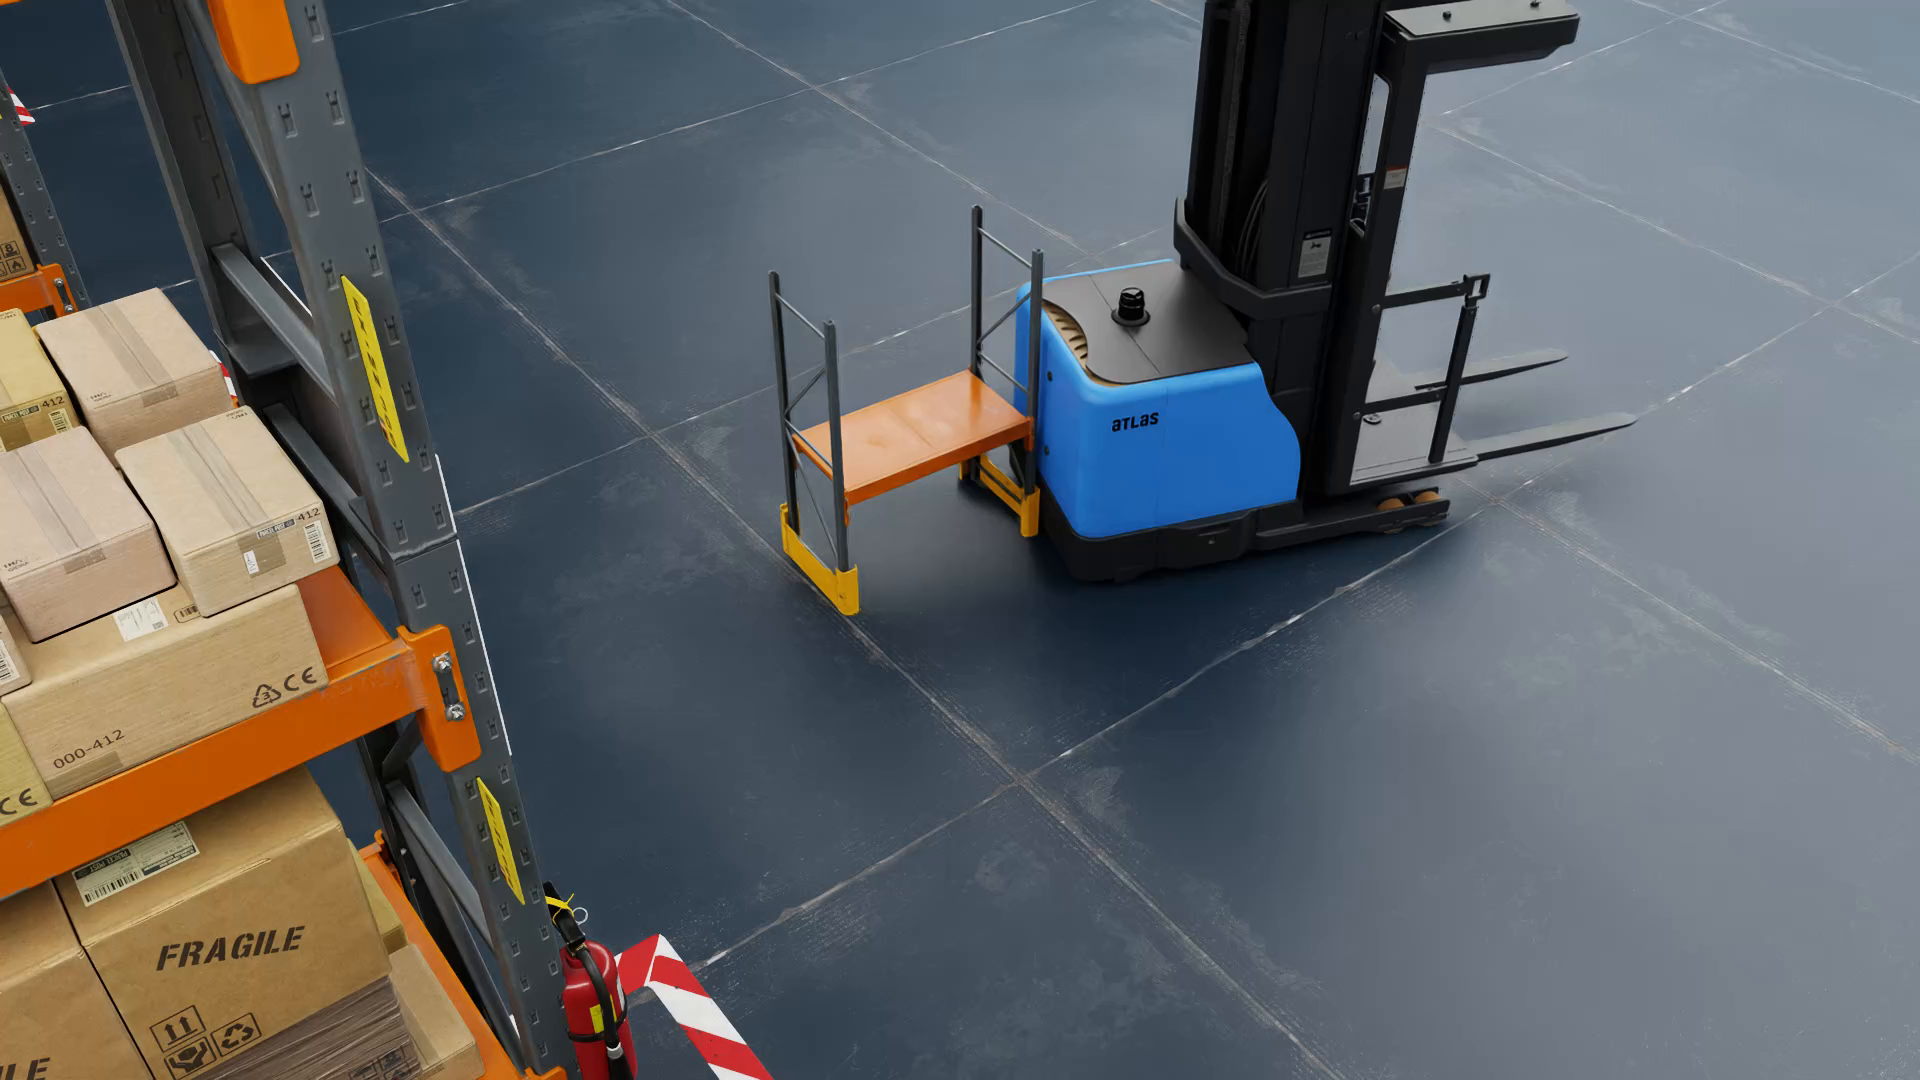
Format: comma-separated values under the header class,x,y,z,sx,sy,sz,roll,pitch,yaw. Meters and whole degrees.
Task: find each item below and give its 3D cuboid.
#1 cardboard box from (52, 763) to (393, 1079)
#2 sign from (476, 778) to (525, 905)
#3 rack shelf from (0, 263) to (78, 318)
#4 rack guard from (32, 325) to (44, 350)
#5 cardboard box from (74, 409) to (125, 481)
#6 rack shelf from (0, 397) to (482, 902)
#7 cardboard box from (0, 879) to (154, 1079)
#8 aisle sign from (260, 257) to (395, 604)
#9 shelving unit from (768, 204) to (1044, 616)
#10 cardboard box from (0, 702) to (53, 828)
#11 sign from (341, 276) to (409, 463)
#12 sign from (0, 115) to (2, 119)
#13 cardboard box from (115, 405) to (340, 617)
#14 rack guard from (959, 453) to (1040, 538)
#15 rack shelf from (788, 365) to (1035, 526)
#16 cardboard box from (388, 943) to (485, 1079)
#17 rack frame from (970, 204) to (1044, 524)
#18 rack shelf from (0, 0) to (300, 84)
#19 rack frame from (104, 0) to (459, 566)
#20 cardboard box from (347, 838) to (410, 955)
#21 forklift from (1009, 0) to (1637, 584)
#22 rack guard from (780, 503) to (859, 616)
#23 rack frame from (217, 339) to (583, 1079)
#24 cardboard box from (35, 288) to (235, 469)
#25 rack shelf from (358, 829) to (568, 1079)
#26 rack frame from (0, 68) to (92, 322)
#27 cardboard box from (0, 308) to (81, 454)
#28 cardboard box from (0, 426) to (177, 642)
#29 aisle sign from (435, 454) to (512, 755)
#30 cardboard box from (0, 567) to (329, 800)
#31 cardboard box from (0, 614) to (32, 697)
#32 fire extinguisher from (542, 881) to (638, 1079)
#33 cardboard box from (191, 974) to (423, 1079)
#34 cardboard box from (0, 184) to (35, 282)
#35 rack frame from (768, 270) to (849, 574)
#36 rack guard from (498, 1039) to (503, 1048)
class,x,y,z,sx,sy,sz,roll,pitch,yaw
cardboard box,-1.592,0.728,3.529,0.500,0.500,0.500,-26,46,-28
sign,-0.984,0.649,3.566,0.005,0.325,0.100,-26,46,-28
rack shelf,-5.834,-0.551,6.757,4.000,0.370,1.077,-26,46,-28
rack guard,-4.229,-0.645,8.275,0.348,0.500,1.175,-26,46,-28
cardboard box,-1.846,-0.114,3.411,0.500,0.250,0.500,-25,45,-27
rack shelf,-2.892,0.823,2.717,4.000,0.370,1.077,-26,46,-28
cardboard box,-1.985,0.924,3.290,0.500,0.500,0.500,-26,46,-28
aisle sign,-1.440,-0.248,3.771,0.004,0.787,0.394,-26,46,-28
shelving unit,-0.228,-0.579,7.406,1.083,1.500,0.587,-23,45,-25
cardboard box,-1.928,0.338,2.859,0.500,0.250,0.500,-26,46,-28
sign,-0.984,-0.284,2.801,0.005,0.325,0.100,-26,46,-28
sign,-3.929,-1.863,6.689,0.005,0.325,0.100,-26,46,-28
cardboard box,-1.336,-0.060,3.030,0.250,0.149,0.380,-26,46,-28
rack guard,0.186,-0.271,8.017,0.087,0.250,0.587,-23,45,-25
rack shelf,-0.221,-0.443,7.524,1.000,0.185,0.538,-23,45,-25
cardboard box,-1.406,1.243,4.202,0.250,0.149,0.380,-26,46,-28
rack frame,0.202,-0.761,7.628,0.032,1.500,0.500,-23,45,-25
rack shelf,-2.892,-0.335,1.767,4.000,0.370,1.077,-26,46,-28
rack frame,-1.306,-1.388,2.480,0.127,3.000,1.000,-26,46,-28
cardboard box,-1.677,1.019,4.474,0.250,0.149,0.380,-26,46,-28
forklift,1.820,-1.473,7.368,3.031,2.935,1.130,-11,41,-13
rack guard,-0.642,0.080,7.589,0.087,0.250,0.587,-23,45,-25
rack frame,-1.306,0.932,4.383,0.127,3.000,1.000,-26,46,-28
cardboard box,-1.665,-0.334,3.365,0.250,0.149,0.380,-26,46,-28
rack shelf,-2.892,1.983,3.669,4.000,0.370,1.077,-26,46,-28
rack frame,-4.248,-1.602,7.471,0.127,3.000,1.000,-26,46,-28
cardboard box,-1.930,-0.283,3.302,0.250,0.149,0.380,-25,45,-27
cardboard box,-1.614,-0.018,2.980,0.250,0.149,0.380,-28,47,-29
aisle sign,-1.074,0.053,3.404,0.004,0.787,0.394,-26,46,-28
cardboard box,-1.534,0.144,3.096,0.500,0.250,0.500,-25,45,-27
cardboard box,-1.764,0.142,2.784,0.250,0.149,0.380,-28,47,-30
fire extinguisher,-0.934,1.149,4.179,0.183,0.674,0.296,-26,46,-28
cardboard box,-1.759,0.977,4.014,0.500,0.500,0.875,-26,46,-28
cardboard box,-4.515,-1.494,7.221,0.550,0.550,0.875,-26,46,-28
rack frame,-0.644,-0.403,7.192,0.032,1.500,0.500,-23,45,-25
rack guard,-1.366,1.927,5.140,0.348,0.500,1.175,-26,46,-28
